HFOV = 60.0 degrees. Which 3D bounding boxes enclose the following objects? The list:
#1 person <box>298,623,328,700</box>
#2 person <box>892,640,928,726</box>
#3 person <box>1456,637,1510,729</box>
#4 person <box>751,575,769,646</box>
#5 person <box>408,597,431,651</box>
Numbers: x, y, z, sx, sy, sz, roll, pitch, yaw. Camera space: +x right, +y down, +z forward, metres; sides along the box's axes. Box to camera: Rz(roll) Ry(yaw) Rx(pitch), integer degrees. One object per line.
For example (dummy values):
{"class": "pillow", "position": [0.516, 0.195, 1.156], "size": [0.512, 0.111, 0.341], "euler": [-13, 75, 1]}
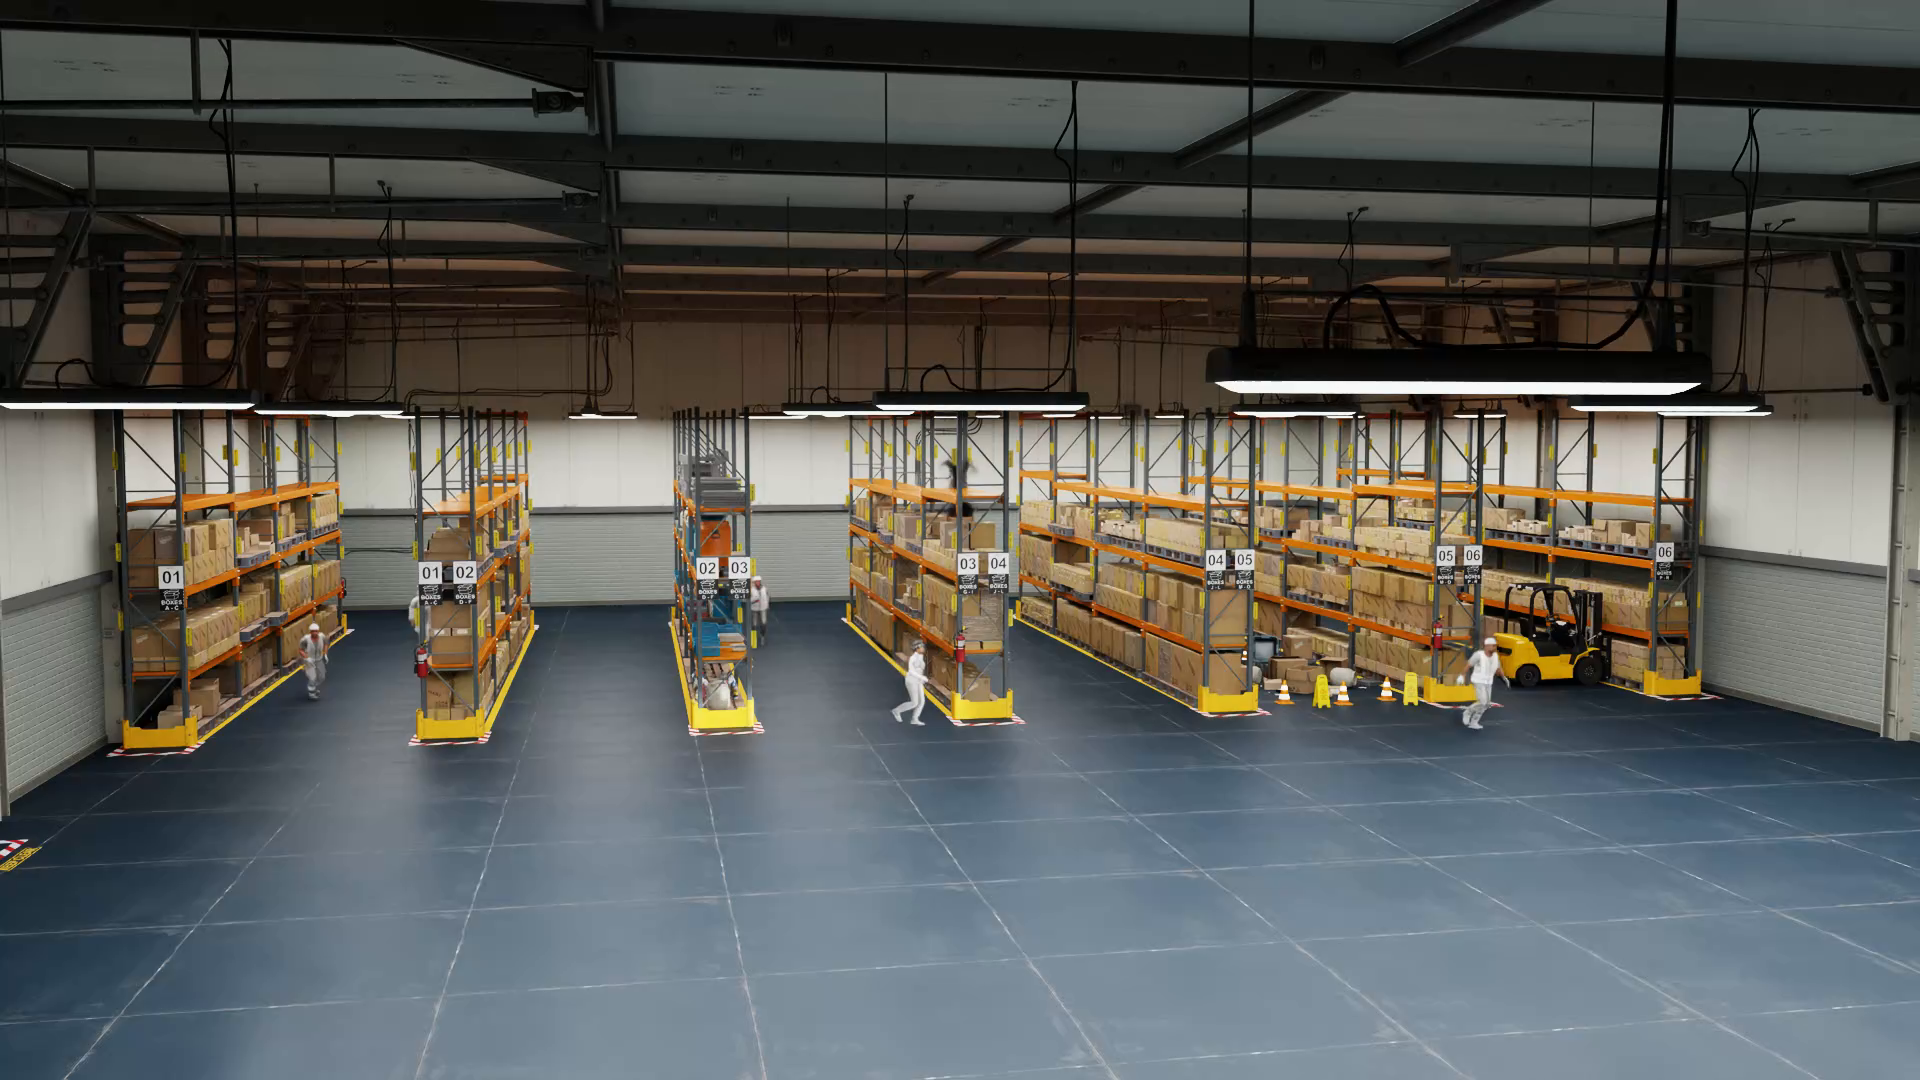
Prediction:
{"class": "person", "position": [-13.305, 2.480, 34.161], "size": [0.915, 1.618, 0.636], "euler": [4, 6, 44]}
{"class": "person", "position": [-0.919, 2.685, 31.376], "size": [0.719, 1.643, 0.609], "euler": [1, 4, 16]}
{"class": "person", "position": [9.730, 2.661, 30.852], "size": [0.680, 1.724, 0.817], "euler": [-2, 5, -30]}
{"class": "person", "position": [-5.165, 1.814, 42.621], "size": [0.615, 1.825, 0.833], "euler": [-1, 4, -15]}
{"class": "person", "position": [-13.002, 2.005, 40.360], "size": [0.719, 1.712, 0.705], "euler": [-2, 4, -22]}
